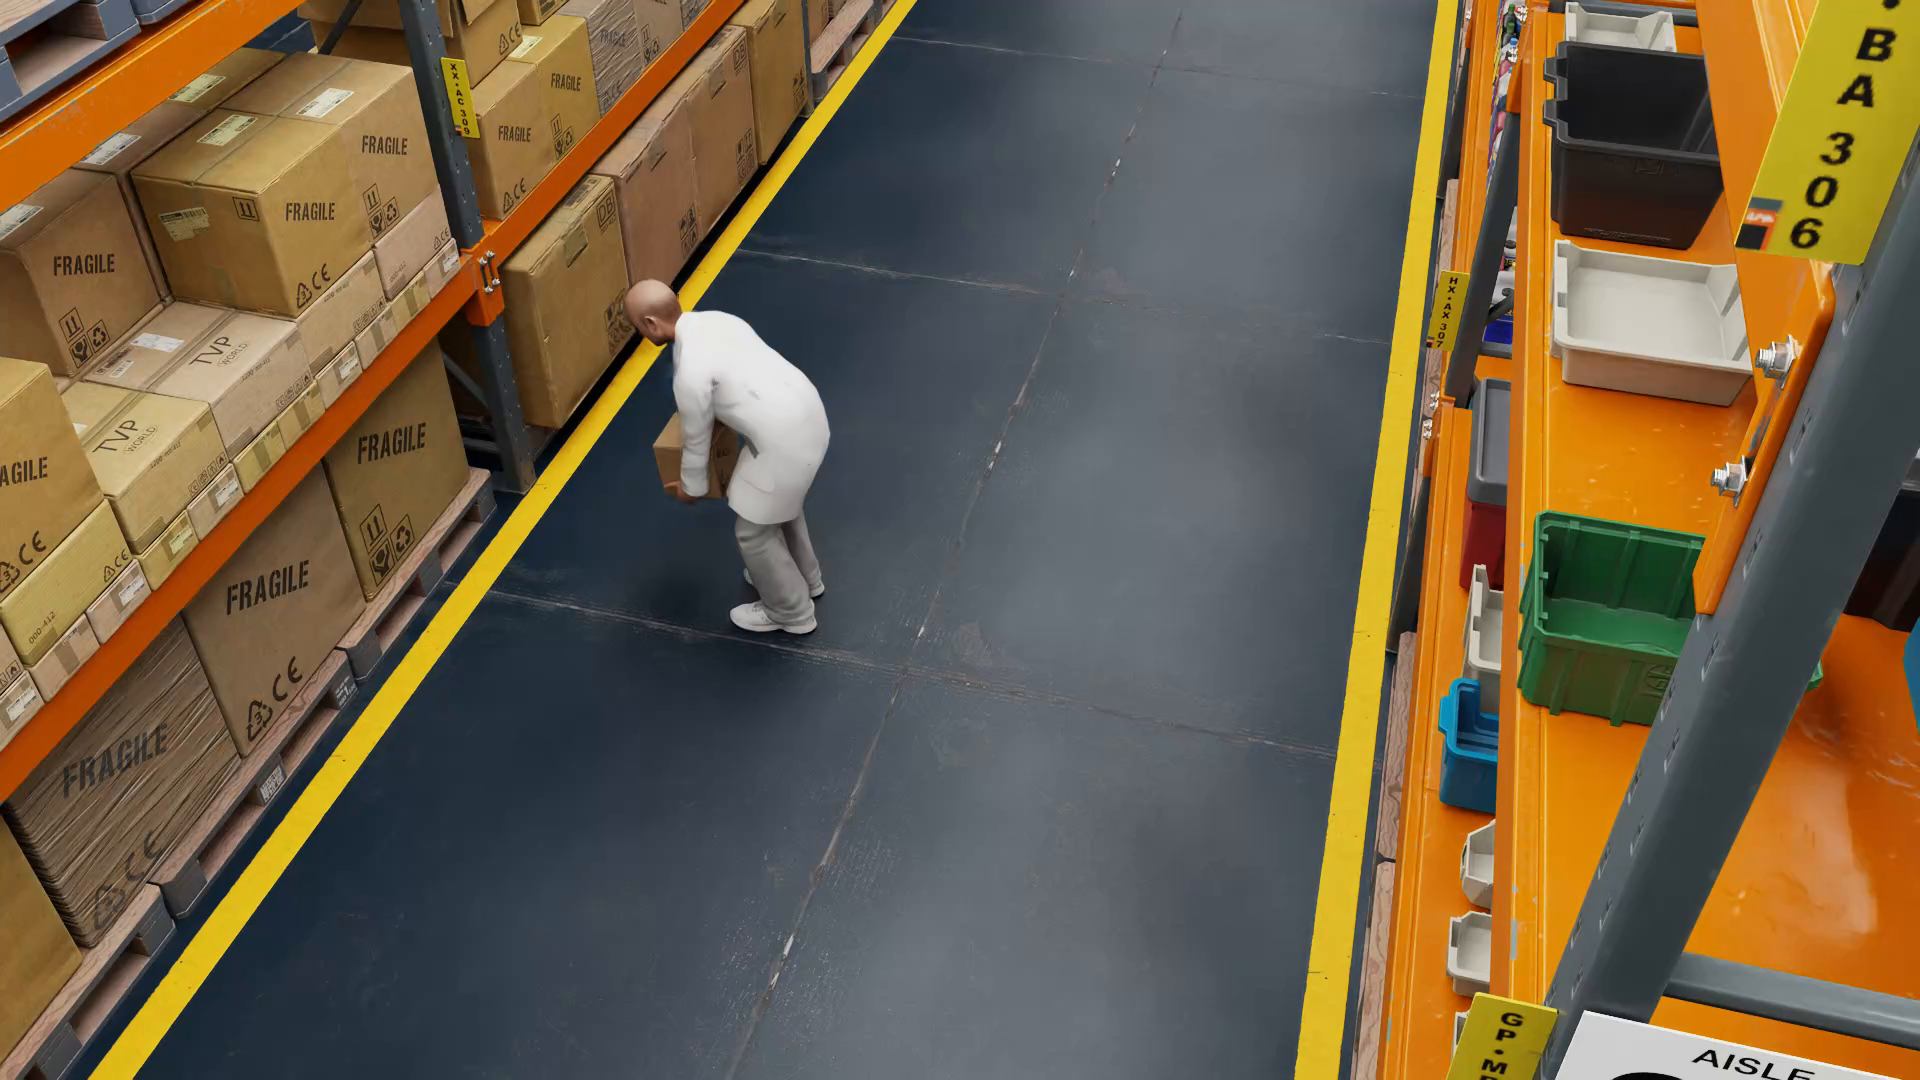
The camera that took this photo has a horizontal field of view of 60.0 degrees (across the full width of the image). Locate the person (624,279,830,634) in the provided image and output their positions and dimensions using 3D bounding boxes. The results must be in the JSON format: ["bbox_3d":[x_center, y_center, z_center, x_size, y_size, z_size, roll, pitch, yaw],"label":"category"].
[{"bbox_3d":[-0.902,-0.335,6.731,0.759,1.564,0.542,9,41,10],"label":"person"}]
